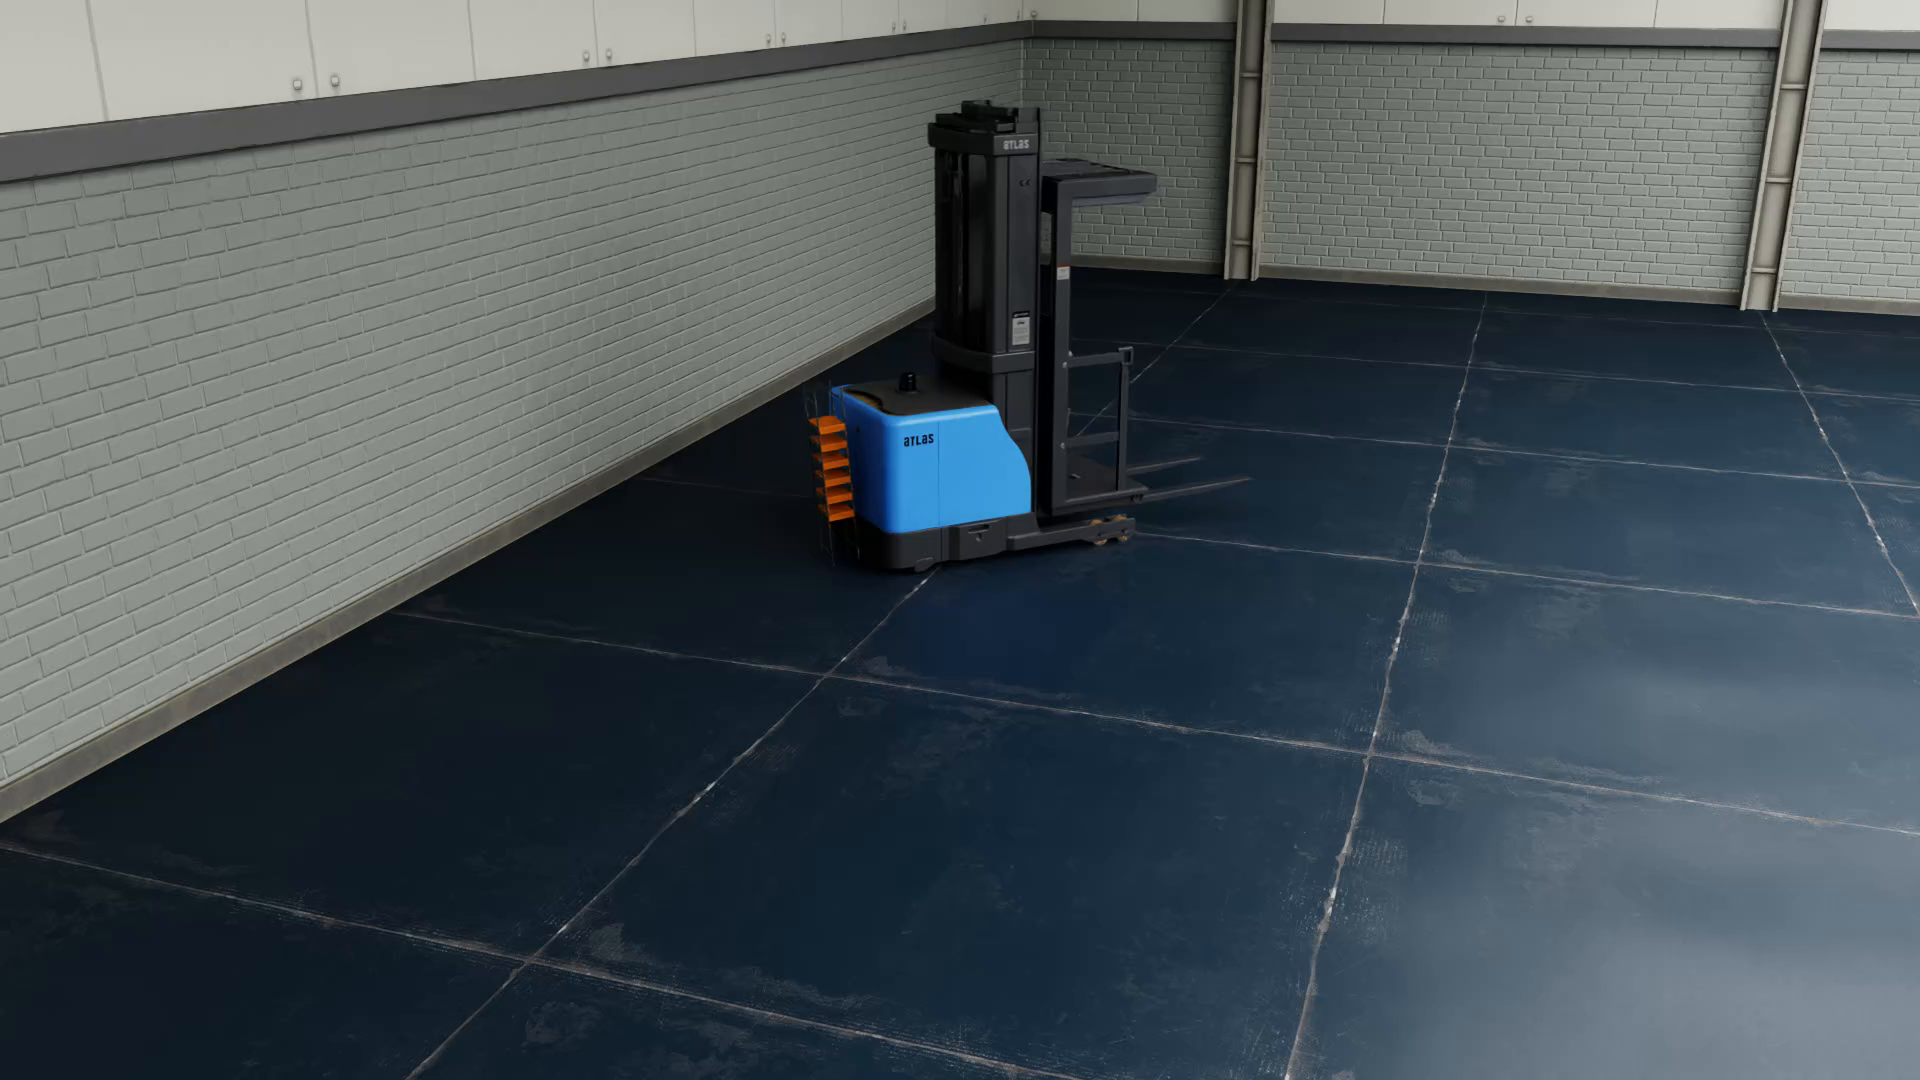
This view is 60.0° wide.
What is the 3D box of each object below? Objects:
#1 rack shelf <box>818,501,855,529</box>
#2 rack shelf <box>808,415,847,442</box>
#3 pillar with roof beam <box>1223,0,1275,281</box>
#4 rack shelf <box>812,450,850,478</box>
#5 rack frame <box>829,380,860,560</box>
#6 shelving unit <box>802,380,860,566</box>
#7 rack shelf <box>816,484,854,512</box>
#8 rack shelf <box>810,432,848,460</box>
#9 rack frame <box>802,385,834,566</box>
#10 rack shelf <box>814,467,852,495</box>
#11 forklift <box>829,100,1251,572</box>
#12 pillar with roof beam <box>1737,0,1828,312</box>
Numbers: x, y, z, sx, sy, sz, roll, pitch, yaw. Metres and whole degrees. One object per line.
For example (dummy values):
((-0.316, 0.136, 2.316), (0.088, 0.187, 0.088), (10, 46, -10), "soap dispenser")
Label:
((-0.829, -0.175, 11.099), (0.180, 0.103, 0.258), (-13, 23, -21), "rack shelf")
((-0.874, -0.733, 10.883), (0.180, 0.103, 0.258), (-13, 23, -21), "rack shelf")
((2.162, -6.244, 15.819), (0.400, 9.000, 9.100), (7, 20, 18), "pillar with roof beam")
((-0.856, -0.510, 10.969), (0.180, 0.103, 0.258), (-13, 23, -21), "rack shelf")
((-0.767, -0.459, 11.029), (0.006, 1.200, 0.240), (-13, 23, -21), "rack frame")
((-0.850, -0.440, 10.996), (0.189, 1.200, 0.258), (-13, 23, -21), "shelving unit")
((-0.838, -0.287, 11.056), (0.180, 0.103, 0.258), (-13, 23, -21), "rack shelf")
((-0.865, -0.622, 10.926), (0.180, 0.103, 0.258), (-13, 23, -21), "rack shelf")
((-0.934, -0.420, 10.964), (0.006, 1.200, 0.240), (-13, 23, -21), "rack frame")
((-0.847, -0.398, 11.012), (0.180, 0.103, 0.258), (-13, 23, -21), "rack shelf")
((0.644, -1.496, 11.415), (3.031, 2.935, 1.130), (-10, 21, -26), "forklift")
((7.830, -5.596, 13.959), (0.400, 9.000, 9.100), (7, 20, 18), "pillar with roof beam")
